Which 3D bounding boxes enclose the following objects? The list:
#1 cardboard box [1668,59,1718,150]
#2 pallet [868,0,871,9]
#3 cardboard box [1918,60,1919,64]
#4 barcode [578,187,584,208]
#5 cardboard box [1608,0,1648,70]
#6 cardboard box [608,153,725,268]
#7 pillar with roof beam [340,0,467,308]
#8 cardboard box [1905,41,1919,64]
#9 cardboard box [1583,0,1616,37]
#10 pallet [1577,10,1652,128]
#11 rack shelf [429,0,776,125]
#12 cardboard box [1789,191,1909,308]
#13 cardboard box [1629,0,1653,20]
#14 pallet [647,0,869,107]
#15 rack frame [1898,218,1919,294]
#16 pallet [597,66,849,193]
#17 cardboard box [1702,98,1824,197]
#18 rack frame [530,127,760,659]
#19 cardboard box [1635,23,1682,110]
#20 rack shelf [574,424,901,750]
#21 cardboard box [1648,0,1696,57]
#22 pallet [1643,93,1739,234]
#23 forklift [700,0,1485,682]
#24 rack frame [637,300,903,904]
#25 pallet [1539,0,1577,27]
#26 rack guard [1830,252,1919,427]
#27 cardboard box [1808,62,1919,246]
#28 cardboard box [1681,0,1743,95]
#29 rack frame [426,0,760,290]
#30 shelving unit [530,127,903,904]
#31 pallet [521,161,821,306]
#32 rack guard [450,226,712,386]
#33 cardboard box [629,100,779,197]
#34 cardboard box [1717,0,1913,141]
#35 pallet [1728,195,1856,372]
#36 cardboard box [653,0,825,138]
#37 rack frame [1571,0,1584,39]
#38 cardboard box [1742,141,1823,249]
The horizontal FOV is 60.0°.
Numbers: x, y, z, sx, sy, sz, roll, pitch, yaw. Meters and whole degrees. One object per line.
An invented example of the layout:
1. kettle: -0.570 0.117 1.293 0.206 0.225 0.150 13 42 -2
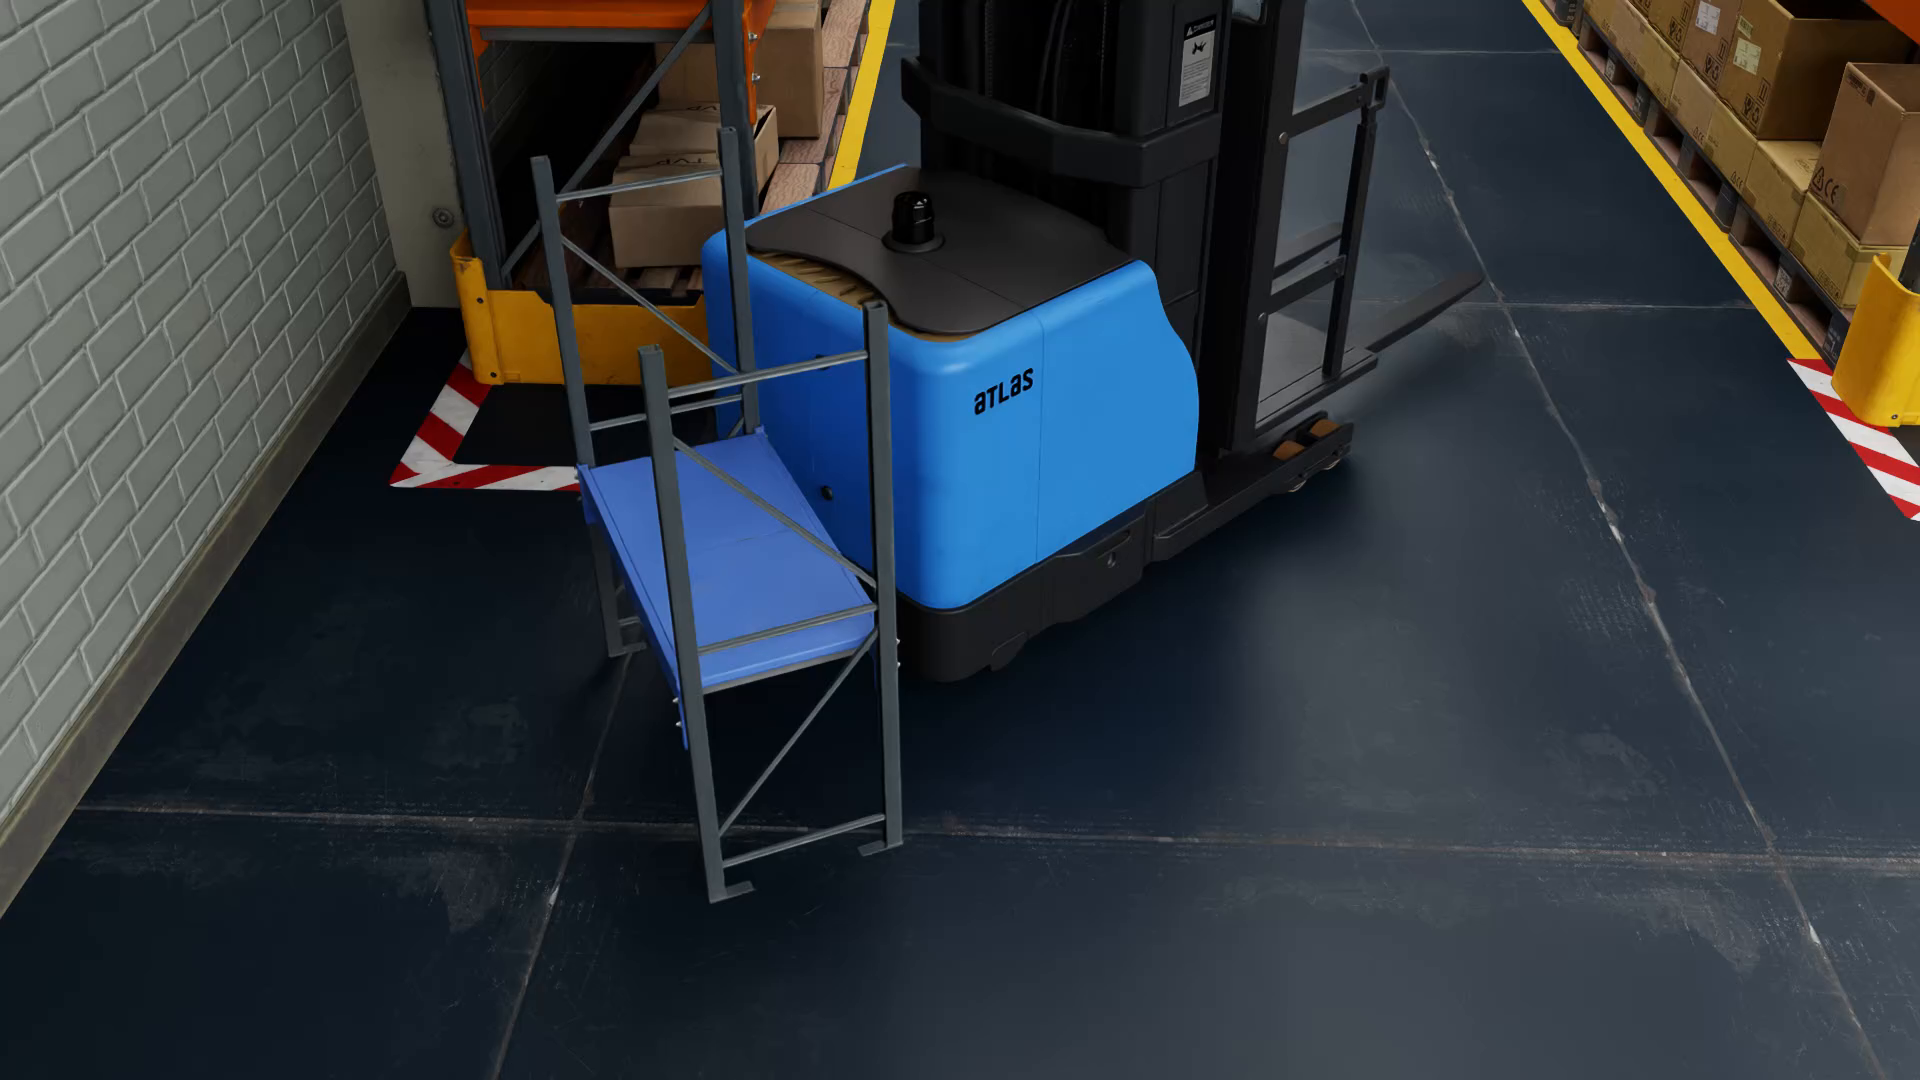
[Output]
1. cardboard box: 3.524 -1.949 7.441 0.500 0.250 0.500 1 35 2
2. pallet: -1.009 -3.442 9.964 1.003 0.211 1.213 1 35 2
3. cardboard box: 4.012 -1.669 6.391 0.500 0.500 0.500 1 35 2
4. barcode: -1.481 -1.336 6.491 0.001 0.075 0.075 1 35 2
5. cardboard box: 3.564 -2.524 8.259 0.500 0.250 0.500 1 35 2
6. cardboard box: -1.082 -1.313 6.465 0.500 0.311 0.500 -2 35 -3
7. pillar with roof beam: 2.265 -4.615 3.990 9.100 9.000 0.400 1 35 2
8. cardboard box: 4.019 -1.957 6.800 0.500 0.500 0.500 1 35 2
9. cardboard box: 3.589 -2.811 8.667 0.500 0.250 0.500 1 35 2
10. pallet: 3.837 -2.427 8.519 1.003 0.211 1.213 1 35 2
11. rack shelf: -1.120 -2.692 7.098 1.077 0.370 4.000 1 35 2
12. cardboard box: 3.476 -1.087 6.214 0.500 0.250 0.500 1 35 2
13. cardboard box: 3.567 -2.831 8.043 0.500 0.500 0.500 1 35 2
14. pallet: -1.031 -2.608 8.778 1.003 0.211 1.213 1 35 2
15. rack frame: 3.750 -1.725 5.096 1.000 3.000 0.127 1 35 2
16. pallet: -1.077 -1.906 7.778 1.003 0.211 1.213 1 35 2
17. cardboard box: 3.503 -1.662 7.032 0.500 0.250 0.500 1 35 2
18. rack frame: -0.781 -0.338 4.427 0.500 1.500 0.032 -14 37 -19
19. cardboard box: 3.539 -2.237 7.850 0.500 0.250 0.500 1 35 2
20. rack shelf: -0.580 0.077 4.148 0.538 0.185 1.000 -14 37 -19
21. cardboard box: 3.539 -2.544 7.634 0.500 0.500 0.500 1 35 2
22. pallet: 3.791 -1.724 7.519 1.003 0.211 1.213 1 35 2
23. forklift: 0.673 -1.548 4.904 3.031 2.935 1.130 -29 45 -35
24. rack frame: -0.379 0.199 3.663 0.500 1.500 0.032 -14 37 -19
25. pallet: 3.901 -3.307 9.772 1.003 0.211 1.213 1 35 2
26. rack guard: 3.749 -0.689 5.796 1.175 0.500 0.348 1 35 2
27. cardboard box: 3.474 -1.394 5.999 0.500 0.500 0.500 1 35 2
28. cardboard box: 3.521 -2.256 7.226 0.500 0.500 0.500 1 35 2
29. rack frame: -1.200 -1.838 5.256 1.000 3.000 0.127 1 35 2
30. shelving unit: -0.580 -0.070 4.045 0.538 1.500 1.048 -14 37 -19
31. pallet: -1.129 -1.206 6.783 1.003 0.211 1.213 1 35 2
32. rack guard: -1.197 -0.859 6.037 1.175 0.500 0.348 1 35 2
33. cardboard box: -1.059 -1.641 6.932 0.500 0.311 0.500 4 35 6
34. cardboard box: 3.500 -1.969 6.817 0.500 0.500 0.500 1 35 2
35. pallet: 3.739 -1.025 6.525 1.003 0.211 1.213 1 35 2
36. cardboard box: -0.980 -2.138 7.475 0.700 0.500 0.500 -1 35 -1
37. rack frame: 3.911 -4.024 8.366 1.000 3.000 0.127 1 35 2
38. cardboard box: 3.484 -1.375 6.624 0.500 0.250 0.500 1 35 2
